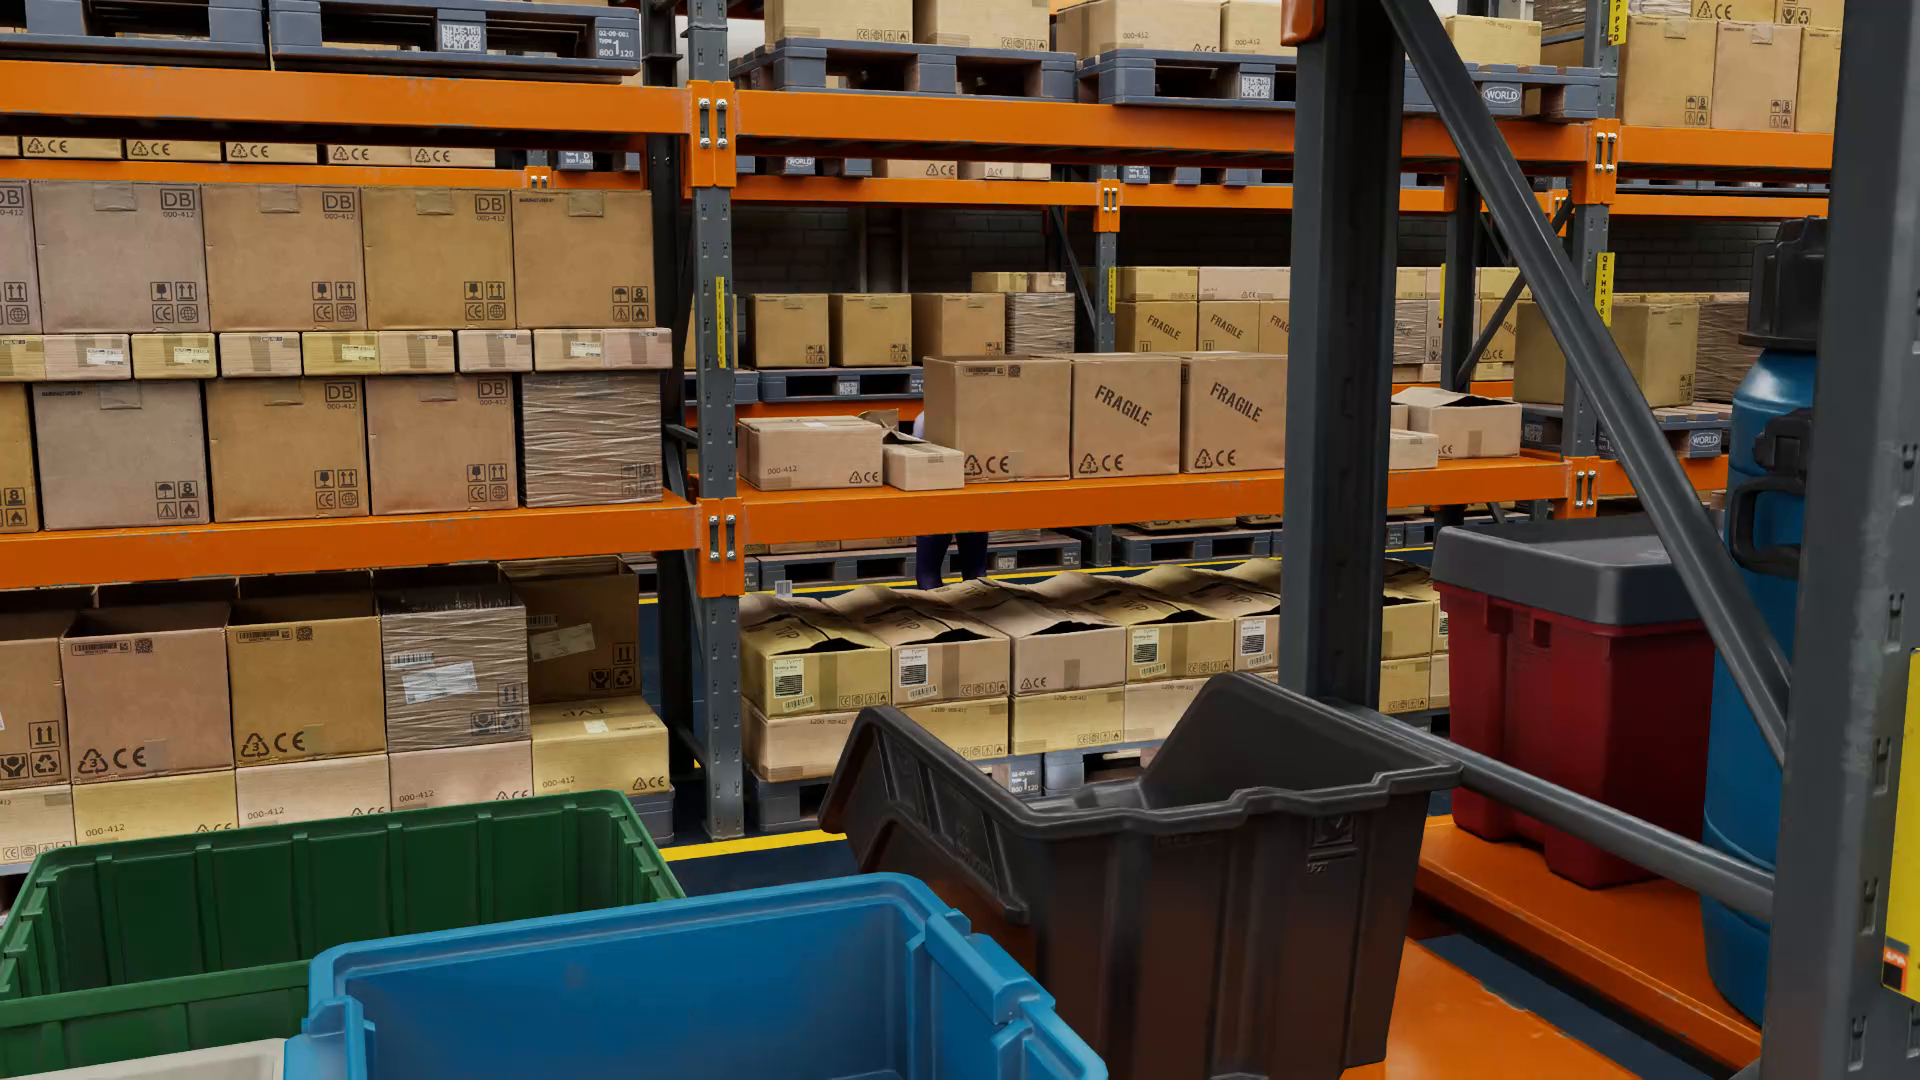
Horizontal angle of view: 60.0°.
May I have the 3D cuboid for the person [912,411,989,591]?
[{"bbox_3d":[-0.044,-0.163,9.466,0.538,1.637,0.370,-4,10,-22],"label":"person"}]
